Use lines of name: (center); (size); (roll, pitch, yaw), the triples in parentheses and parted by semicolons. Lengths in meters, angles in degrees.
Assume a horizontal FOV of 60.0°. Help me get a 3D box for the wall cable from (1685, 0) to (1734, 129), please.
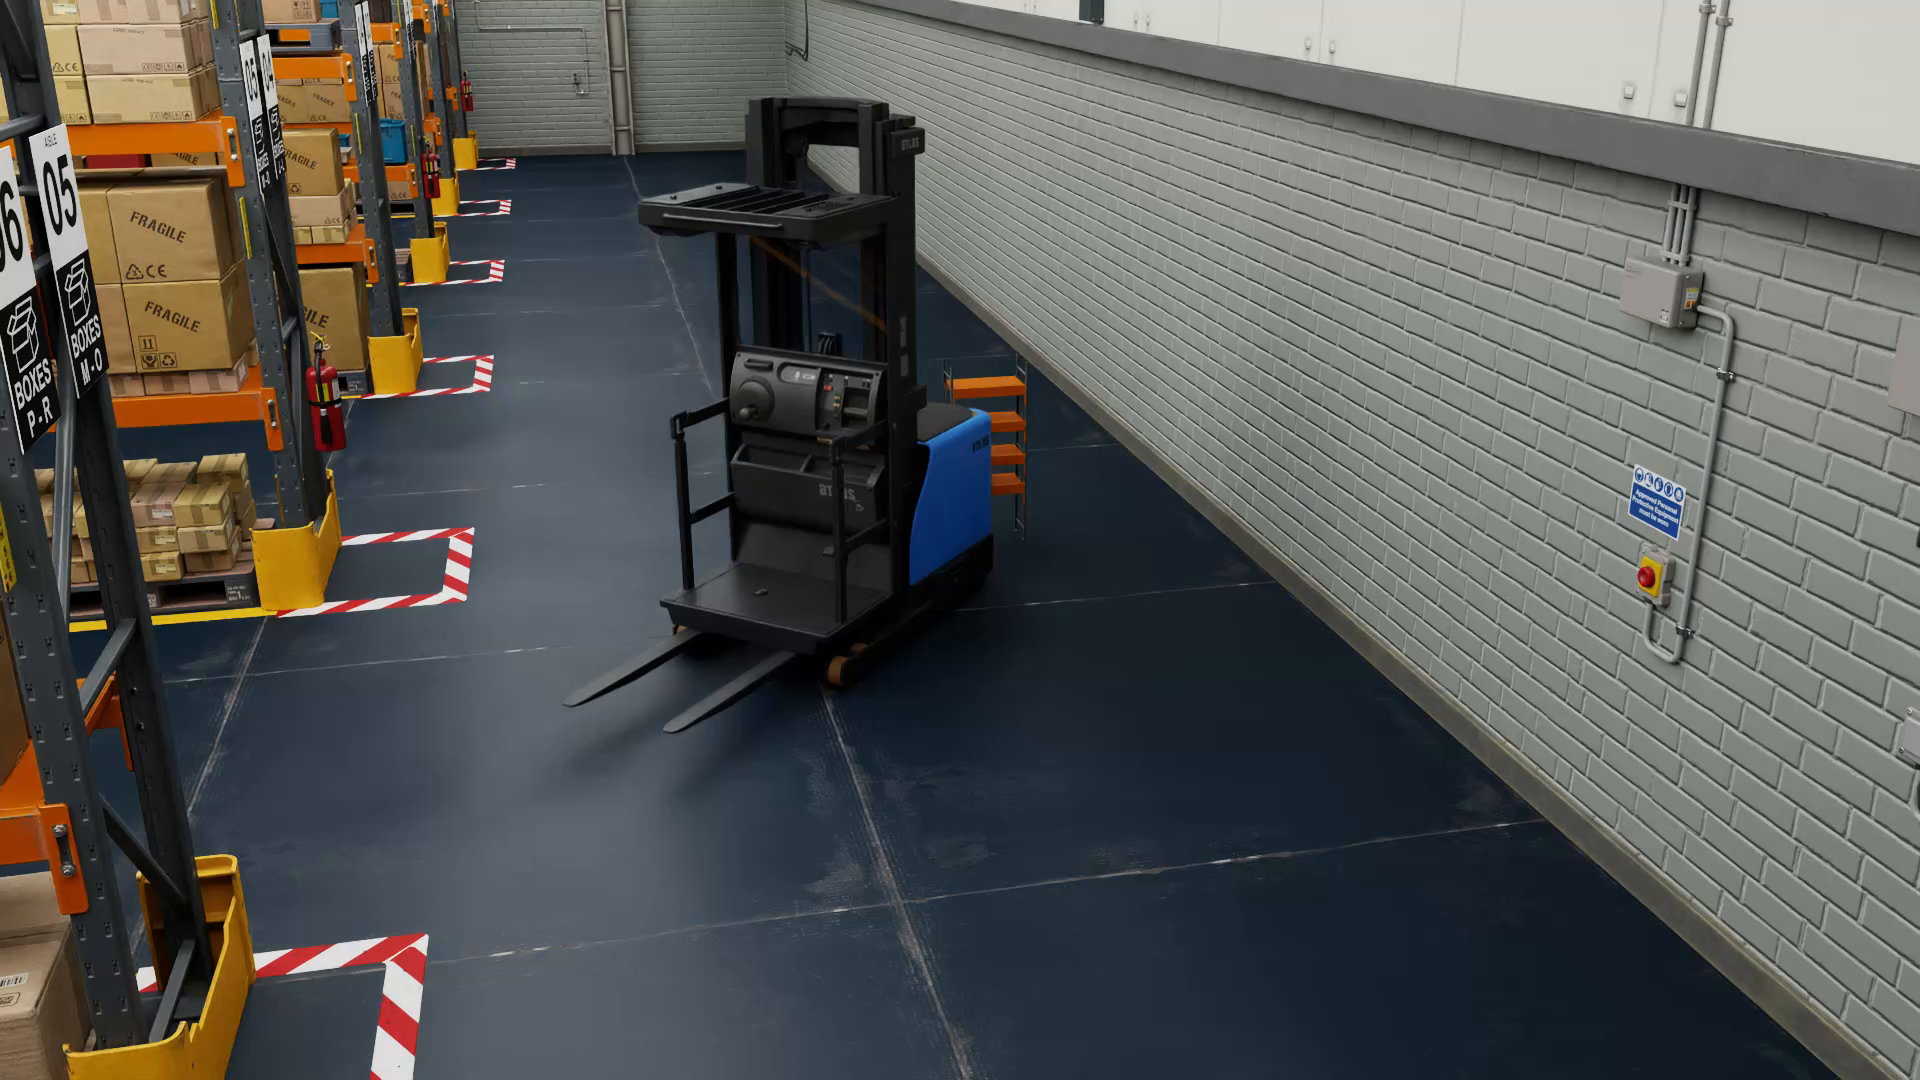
wall cable: (2.701, -2.911, 5.799); (0.029, 3.000, 0.463); (-5, 21, -12)

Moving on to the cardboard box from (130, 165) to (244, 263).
cardboard box: (-4.505, -1.908, 9.751); (0.500, 0.500, 0.500); (-5, 21, -13)

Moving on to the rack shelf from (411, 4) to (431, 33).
rack shelf: (-9.272, -7.096, 22.629); (4.000, 0.370, 1.077); (-5, 21, -12)

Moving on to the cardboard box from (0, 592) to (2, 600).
cardboard box: (-3.184, 0.052, 4.834); (0.500, 0.500, 0.500); (-4, 20, -11)

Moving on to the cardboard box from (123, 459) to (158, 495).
cardboard box: (-5.110, -0.370, 10.252); (0.250, 0.149, 0.380); (-5, 21, -13)

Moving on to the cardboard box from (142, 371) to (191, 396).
cardboard box: (-4.510, -0.953, 9.541); (0.250, 0.149, 0.380); (-5, 21, -13)

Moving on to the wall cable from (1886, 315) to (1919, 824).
wall cable: (3.050, -0.007, 5.116); (0.122, 1.984, 0.588); (-5, 21, -12)

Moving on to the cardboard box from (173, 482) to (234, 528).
cardboard box: (-4.464, -0.210, 9.816); (0.250, 0.149, 0.380); (-4, 21, -12)

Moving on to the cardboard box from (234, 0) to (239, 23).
cardboard box: (-6.119, -4.503, 13.605); (0.500, 0.500, 0.700); (-5, 21, -14)

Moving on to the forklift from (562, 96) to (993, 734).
forklift: (-0.934, -0.773, 8.783); (1.130, 2.935, 3.031); (10, 23, 26)

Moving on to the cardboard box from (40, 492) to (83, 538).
cardboard box: (-5.211, -0.147, 9.644); (0.250, 0.149, 0.380); (-5, 21, -15)

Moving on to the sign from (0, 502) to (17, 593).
sign: (-2.658, -0.022, 4.606); (0.005, 0.325, 0.100); (-5, 21, -12)

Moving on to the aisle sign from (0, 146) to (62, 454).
aisle sign: (-2.628, -0.672, 4.630); (0.004, 0.787, 0.394); (-5, 21, -12)

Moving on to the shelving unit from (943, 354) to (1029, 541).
shelving unit: (0.161, -0.576, 10.764); (0.503, 1.200, 0.258); (-5, 21, -12)

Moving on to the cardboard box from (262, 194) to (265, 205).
cardboard box: (-5.954, -2.769, 13.919); (0.500, 0.250, 0.500); (-5, 21, -13)

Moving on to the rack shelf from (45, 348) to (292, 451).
rack shelf: (-5.953, -0.703, 9.538); (4.000, 0.370, 1.077); (-5, 21, -12)

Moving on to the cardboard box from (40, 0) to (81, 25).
cardboard box: (-4.775, -2.827, 8.841); (0.250, 0.149, 0.380); (-5, 21, -14)

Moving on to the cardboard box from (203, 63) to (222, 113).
cardboard box: (-4.503, -2.587, 9.492); (0.500, 0.250, 0.500); (-4, 20, -11)

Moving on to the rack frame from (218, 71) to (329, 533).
rack frame: (-4.007, -1.199, 9.846); (0.127, 3.000, 1.000); (-5, 21, -12)

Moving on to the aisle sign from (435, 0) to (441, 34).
aisle sign: (-7.327, -7.508, 23.289); (0.004, 0.787, 0.394); (-5, 21, -12)

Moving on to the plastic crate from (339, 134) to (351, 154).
plastic crate: (-7.146, -4.513, 19.050); (0.300, 0.233, 0.416); (-5, 21, -12)

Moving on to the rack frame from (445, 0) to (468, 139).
rack frame: (-8.470, -7.841, 27.979); (0.127, 3.000, 1.000); (-5, 21, -12)

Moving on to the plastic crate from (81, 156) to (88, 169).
plastic crate: (-9.597, -4.102, 18.067); (0.243, 0.136, 0.396); (-5, 21, -12)

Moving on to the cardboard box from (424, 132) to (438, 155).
cardboard box: (-9.128, -6.776, 28.094); (0.500, 0.500, 0.700); (-5, 21, -12)

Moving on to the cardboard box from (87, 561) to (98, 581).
cardboard box: (-4.975, 0.101, 9.833); (0.250, 0.149, 0.380); (-5, 21, -13)

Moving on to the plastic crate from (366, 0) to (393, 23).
plastic crate: (-6.629, -5.935, 18.604); (0.590, 0.269, 0.497); (-5, 21, -12)

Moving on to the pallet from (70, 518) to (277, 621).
pallet: (-4.880, 0.169, 10.166); (1.213, 0.211, 1.003); (-5, 21, -12)

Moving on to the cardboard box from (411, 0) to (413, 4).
cardboard box: (-7.884, -7.566, 23.084); (0.500, 0.250, 0.500); (-5, 21, -12)

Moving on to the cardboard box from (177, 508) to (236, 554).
cardboard box: (-4.455, -0.060, 9.838); (0.250, 0.149, 0.380); (-5, 21, -14)

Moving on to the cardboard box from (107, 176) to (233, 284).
cardboard box: (-4.395, -1.735, 9.279); (0.500, 0.500, 0.500); (-5, 21, -14)

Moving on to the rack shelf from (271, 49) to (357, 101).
rack shelf: (-6.996, -3.779, 13.576); (4.000, 0.370, 1.077); (-5, 21, -12)

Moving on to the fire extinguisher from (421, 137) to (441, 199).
fire extinguisher: (-5.938, -4.173, 18.621); (0.183, 0.674, 0.296); (-5, 21, -12)

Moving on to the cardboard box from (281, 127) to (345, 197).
cardboard box: (-5.464, -3.162, 13.900); (0.500, 0.500, 0.500); (-4, 21, -12)

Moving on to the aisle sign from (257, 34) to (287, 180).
aisle sign: (-4.005, -2.526, 9.689); (0.004, 0.787, 0.394); (-5, 21, -12)

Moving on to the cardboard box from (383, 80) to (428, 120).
cardboard box: (-7.699, -6.104, 23.090); (0.500, 0.500, 0.500); (-4, 20, -11)

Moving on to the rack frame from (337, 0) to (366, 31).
rack frame: (-5.050, -5.684, 13.368); (0.127, 3.000, 1.000); (-5, 21, -12)

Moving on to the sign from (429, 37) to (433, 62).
sign: (-7.218, -6.688, 22.688); (0.005, 0.325, 0.100); (-5, 21, -12)

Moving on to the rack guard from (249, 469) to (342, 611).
rack guard: (-4.081, -0.019, 10.259); (0.348, 0.500, 1.175); (-5, 21, -12)

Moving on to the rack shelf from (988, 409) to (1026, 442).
rack shelf: (0.161, -0.723, 10.710); (0.480, 0.148, 0.258); (-5, 21, -12)

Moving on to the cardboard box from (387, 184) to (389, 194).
cardboard box: (-8.213, -4.932, 23.517); (0.250, 0.166, 0.380); (-5, 21, -12)

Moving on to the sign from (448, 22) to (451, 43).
sign: (-8.358, -8.313, 27.240); (0.005, 0.325, 0.100); (-5, 21, -12)

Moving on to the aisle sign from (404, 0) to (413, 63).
aisle sign: (-6.052, -5.653, 18.227); (0.004, 0.787, 0.394); (-5, 21, -12)

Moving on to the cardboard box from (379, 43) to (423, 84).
cardboard box: (-7.696, -6.572, 22.917); (0.500, 0.500, 0.500); (-5, 21, -13)

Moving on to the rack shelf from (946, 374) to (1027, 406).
rack shelf: (0.161, -0.945, 10.629); (0.480, 0.148, 0.258); (-5, 21, -12)

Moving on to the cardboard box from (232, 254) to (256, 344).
cardboard box: (-4.508, -1.442, 9.933); (0.500, 0.500, 0.500); (-4, 20, -10)

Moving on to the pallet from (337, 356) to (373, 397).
pallet: (-5.810, -1.468, 14.636); (1.213, 0.211, 1.003); (-5, 21, -12)

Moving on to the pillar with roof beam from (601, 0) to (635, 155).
pillar with roof beam: (-5.050, -9.720, 24.387); (0.400, 9.000, 9.100); (-5, 21, -12)

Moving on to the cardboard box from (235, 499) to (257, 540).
cardboard box: (-4.591, -0.123, 10.443); (0.250, 0.149, 0.380); (-4, 21, -11)

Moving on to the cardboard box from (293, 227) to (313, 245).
cardboard box: (-5.573, -2.589, 14.008); (0.250, 0.149, 0.380); (-4, 21, -12)

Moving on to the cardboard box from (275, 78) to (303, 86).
cardboard box: (-9.191, -6.449, 22.579); (0.500, 0.500, 0.500); (-4, 20, -11)

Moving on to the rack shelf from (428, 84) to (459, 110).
rack shelf: (-10.416, -7.345, 27.671); (4.000, 0.370, 1.077); (-5, 21, -12)

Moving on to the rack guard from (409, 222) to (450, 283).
rack guard: (-6.169, -3.357, 19.373); (0.348, 0.500, 1.175); (-5, 21, -12)

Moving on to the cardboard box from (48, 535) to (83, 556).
cardboard box: (-5.246, -0.031, 9.760); (0.250, 0.149, 0.380); (-5, 21, -13)

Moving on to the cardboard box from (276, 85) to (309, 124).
cardboard box: (-9.180, -5.984, 22.764); (0.500, 0.500, 0.500); (-5, 21, -13)

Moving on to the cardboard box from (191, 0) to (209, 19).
cardboard box: (-4.375, -3.009, 9.339); (0.250, 0.149, 0.380); (-5, 21, -13)

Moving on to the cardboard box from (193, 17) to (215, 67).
cardboard box: (-4.504, -2.823, 9.410); (0.500, 0.250, 0.500); (-4, 21, -12)
